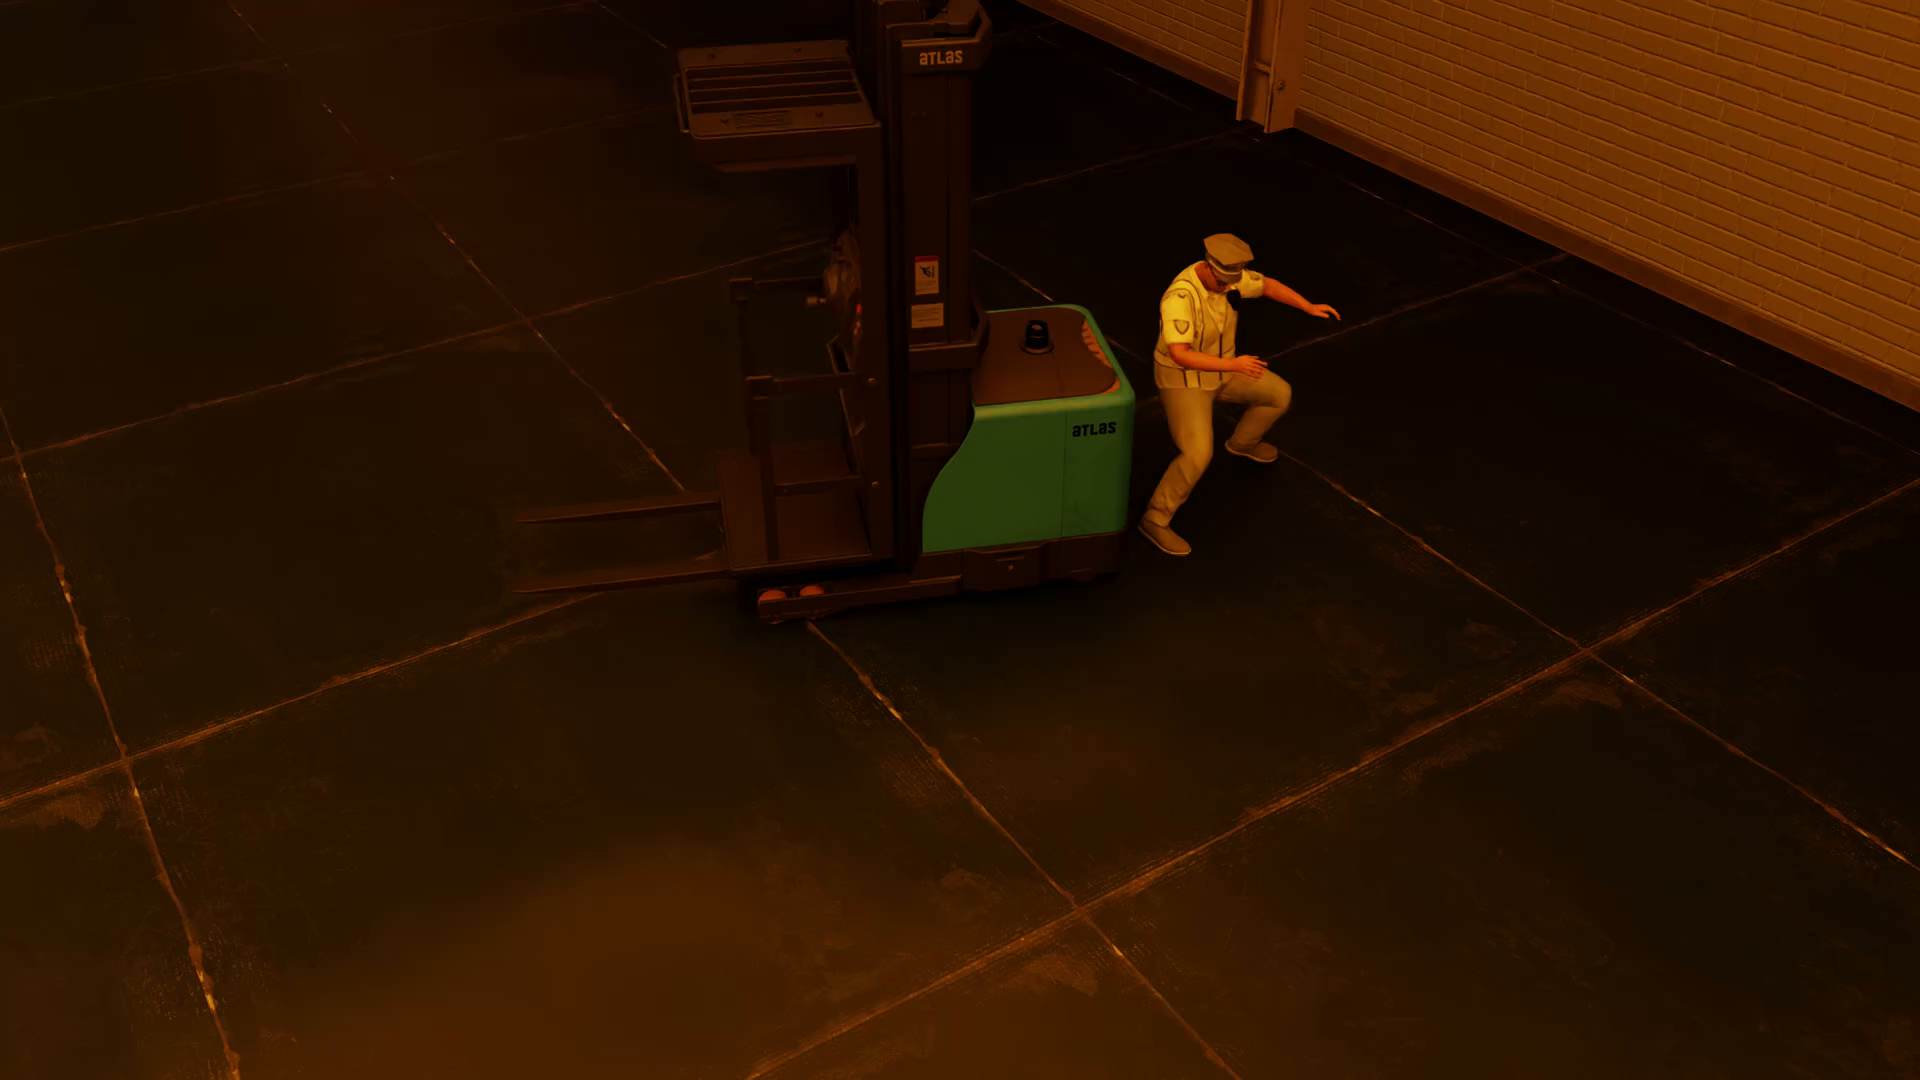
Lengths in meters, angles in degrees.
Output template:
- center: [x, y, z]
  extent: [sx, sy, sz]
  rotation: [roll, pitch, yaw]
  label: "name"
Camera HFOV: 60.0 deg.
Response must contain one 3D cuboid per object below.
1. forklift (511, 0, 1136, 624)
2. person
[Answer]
- center: [-0.722, -1.120, 7.742]
  extent: [3.031, 2.935, 1.130]
  rotation: [-6, 36, -9]
  label: "forklift"
- center: [1.374, -0.842, 8.587]
  extent: [1.124, 1.530, 0.754]
  rotation: [-25, 42, -31]
  label: "person"
